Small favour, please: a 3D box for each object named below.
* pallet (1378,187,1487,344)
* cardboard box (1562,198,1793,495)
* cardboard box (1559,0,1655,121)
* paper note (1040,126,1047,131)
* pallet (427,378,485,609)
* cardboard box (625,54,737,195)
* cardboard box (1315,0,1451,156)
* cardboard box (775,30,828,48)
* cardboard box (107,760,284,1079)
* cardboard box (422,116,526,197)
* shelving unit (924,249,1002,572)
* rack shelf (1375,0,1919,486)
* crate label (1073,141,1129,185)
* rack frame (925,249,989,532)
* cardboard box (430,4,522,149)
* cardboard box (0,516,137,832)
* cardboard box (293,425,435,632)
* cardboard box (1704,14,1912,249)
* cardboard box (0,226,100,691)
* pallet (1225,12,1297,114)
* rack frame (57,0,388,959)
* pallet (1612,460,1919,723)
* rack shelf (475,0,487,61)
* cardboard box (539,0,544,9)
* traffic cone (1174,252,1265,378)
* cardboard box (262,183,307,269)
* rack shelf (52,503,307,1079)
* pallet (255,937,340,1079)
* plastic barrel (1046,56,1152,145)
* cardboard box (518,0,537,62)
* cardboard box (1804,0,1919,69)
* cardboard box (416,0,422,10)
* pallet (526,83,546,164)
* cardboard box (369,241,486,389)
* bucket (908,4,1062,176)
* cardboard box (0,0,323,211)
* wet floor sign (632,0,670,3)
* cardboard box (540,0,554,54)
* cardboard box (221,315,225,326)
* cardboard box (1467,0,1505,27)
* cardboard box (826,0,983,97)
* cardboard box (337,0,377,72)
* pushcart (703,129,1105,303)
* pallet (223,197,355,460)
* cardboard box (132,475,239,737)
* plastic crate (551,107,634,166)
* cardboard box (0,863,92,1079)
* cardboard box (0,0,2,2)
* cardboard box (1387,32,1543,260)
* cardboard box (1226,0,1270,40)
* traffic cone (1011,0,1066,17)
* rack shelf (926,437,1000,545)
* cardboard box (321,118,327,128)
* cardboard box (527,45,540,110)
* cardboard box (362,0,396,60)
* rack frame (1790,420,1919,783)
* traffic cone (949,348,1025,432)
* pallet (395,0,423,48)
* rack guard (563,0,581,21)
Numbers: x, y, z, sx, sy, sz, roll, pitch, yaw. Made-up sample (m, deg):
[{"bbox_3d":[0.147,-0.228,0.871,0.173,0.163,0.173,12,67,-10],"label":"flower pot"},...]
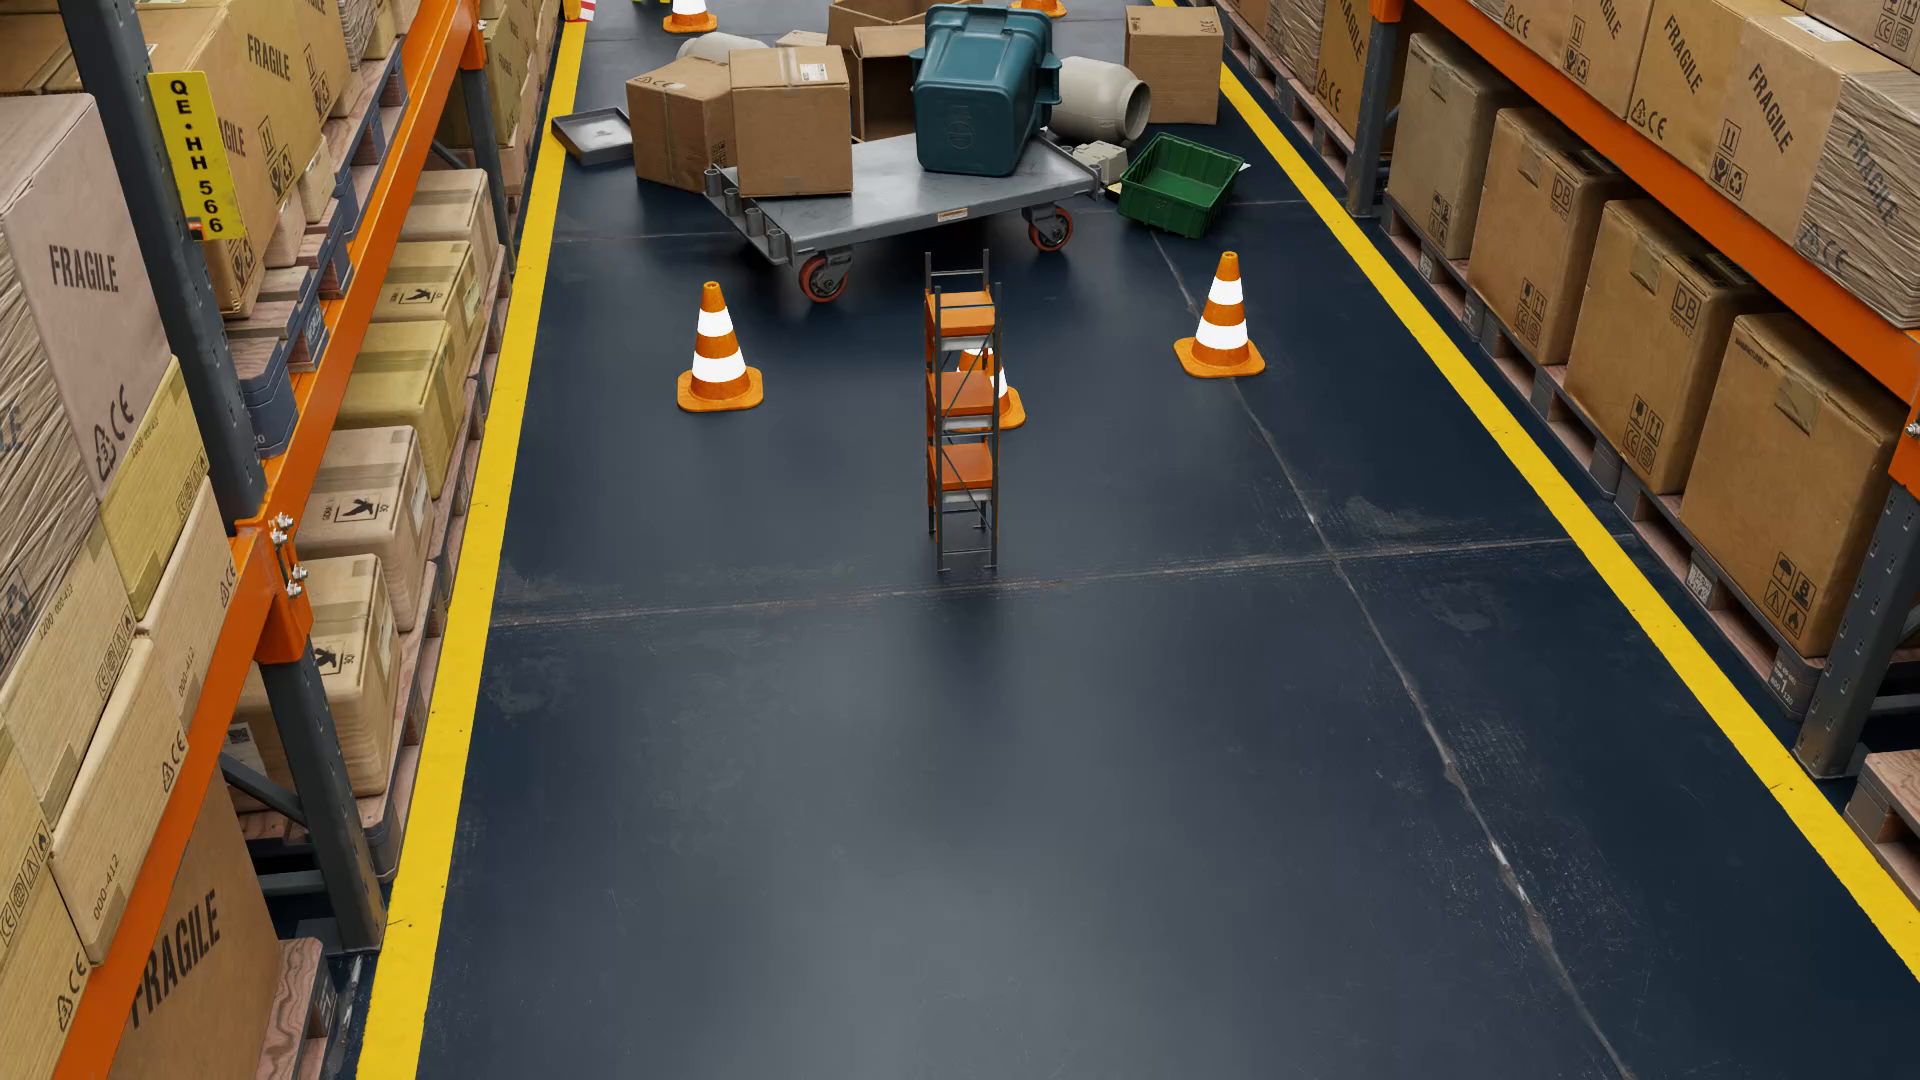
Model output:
[{"bbox_3d":[2.561,-1.276,7.436,1.003,0.211,1.213,-4,35,-6],"label":"pallet"},{"bbox_3d":[2.807,-0.700,5.738,1.050,0.750,0.750,-4,34,-6],"label":"cardboard box"},{"bbox_3d":[2.388,-1.737,5.546,0.500,0.500,0.500,-4,34,-6],"label":"cardboard box"},{"bbox_3d":[0.387,-2.243,9.021,0.172,0.023,0.155,7,35,10],"label":"paper note"},{"bbox_3d":[-2.235,-0.153,5.788,1.003,0.211,1.213,-4,35,-6],"label":"pallet"},{"bbox_3d":[-1.305,-2.091,8.373,0.500,0.500,0.500,20,39,26],"label":"cardboard box"},{"bbox_3d":[2.367,-2.505,8.277,0.875,0.875,0.875,-4,34,-6],"label":"cardboard box"},{"bbox_3d":[-0.869,-2.898,9.871,0.380,0.149,0.250,13,36,18],"label":"cardboard box"},{"bbox_3d":[-1.960,0.906,3.271,0.875,0.875,0.875,-5,35,-7],"label":"cardboard box"},{"bbox_3d":[-2.321,-1.809,7.810,0.500,0.250,0.500,-6,35,-9],"label":"cardboard box"},{"bbox_3d":[0.007,-0.404,5.411,0.215,1.050,0.252,-4,35,-6],"label":"shelving unit"},{"bbox_3d":[2.651,-1.440,5.839,1.077,0.370,4.000,-4,35,-6],"label":"rack shelf"},{"bbox_3d":[0.705,-1.922,8.449,0.250,0.136,0.298,27,43,34],"label":"crate label"},{"bbox_3d":[-0.009,-0.472,5.510,0.200,1.050,0.008,-4,35,-6],"label":"rack frame"},{"bbox_3d":[-2.321,-2.119,7.599,0.500,0.500,0.500,-3,34,-4],"label":"cardboard box"},{"bbox_3d":[-1.581,0.202,2.479,0.500,0.250,0.500,-5,35,-8],"label":"cardboard box"},{"bbox_3d":[-2.144,-0.005,5.054,0.950,0.372,0.625,-5,35,-7],"label":"cardboard box"},{"bbox_3d":[2.528,-1.172,4.718,0.500,0.500,0.500,-4,35,-6],"label":"cardboard box"},{"bbox_3d":[-1.565,-0.090,2.242,0.500,0.500,0.500,-4,34,-6],"label":"cardboard box"},{"bbox_3d":[2.190,-2.814,9.692,1.003,0.211,1.213,-4,35,-6],"label":"pallet"},{"bbox_3d":[-1.971,-0.190,3.365,1.000,3.000,0.127,-4,35,-6],"label":"rack frame"},{"bbox_3d":[2.889,0.085,5.438,1.003,0.211,1.213,-4,35,-6],"label":"pallet"},{"bbox_3d":[-2.778,-3.241,8.481,1.077,0.370,4.000,-4,35,-6],"label":"rack shelf"},{"bbox_3d":[-2.607,-3.283,9.307,0.500,0.500,0.500,-3,34,-5],"label":"cardboard box"},{"bbox_3d":[1.067,-0.943,6.722,0.336,0.463,0.334,-4,35,-6],"label":"traffic cone"},{"bbox_3d":[-1.826,-0.772,4.069,0.380,0.149,0.250,-7,35,-9],"label":"cardboard box"},{"bbox_3d":[-1.702,1.223,1.930,1.077,0.370,4.000,-4,35,-6],"label":"rack shelf"},{"bbox_3d":[-1.940,1.408,3.497,1.003,0.211,1.213,-4,35,-6],"label":"pallet"},{"bbox_3d":[0.710,-2.306,8.758,0.512,0.421,0.421,20,39,26],"label":"plastic barrel"},{"bbox_3d":[-2.473,-2.706,8.461,0.500,0.500,0.500,-3,34,-4],"label":"cardboard box"},{"bbox_3d":[2.801,-1.609,4.471,0.700,0.500,0.500,-5,35,-7],"label":"cardboard box"},{"bbox_3d":[-2.078,-1.936,5.778,0.380,0.149,0.250,-5,35,-7],"label":"cardboard box"},{"bbox_3d":[-2.802,-2.324,8.973,1.003,0.211,1.213,-4,35,-6],"label":"pallet"},{"bbox_3d":[-2.336,-0.817,6.245,0.950,0.372,0.625,-2,34,-3],"label":"cardboard box"},{"bbox_3d":[0.080,-2.030,7.623,0.726,0.611,0.620,7,45,10],"label":"bucket"},{"bbox_3d":[-1.879,-1.087,3.955,0.500,0.500,0.500,-3,34,-4],"label":"cardboard box"},{"bbox_3d":[-2.012,-3.869,10.854,0.267,0.644,0.232,7,35,10],"label":"wet floor sign"},{"bbox_3d":[-2.610,-2.971,9.515,0.500,0.250,0.500,-4,35,-6],"label":"cardboard box"},{"bbox_3d":[-1.831,-0.455,3.605,0.380,0.149,0.250,-6,35,-9],"label":"cardboard box"},{"bbox_3d":[2.255,-2.299,6.372,0.500,0.500,0.500,-4,34,-6],"label":"cardboard box"},{"bbox_3d":[-0.302,-2.834,9.462,0.637,0.503,0.797,27,43,34],"label":"cardboard box"},{"bbox_3d":[-2.017,-1.662,4.800,0.500,0.500,0.500,-6,35,-8],"label":"cardboard box"},{"bbox_3d":[-0.256,-1.539,7.674,1.648,0.377,0.936,-16,38,-23],"label":"pushcart"},{"bbox_3d":[-2.172,-0.501,3.991,1.213,0.211,1.003,-4,35,-6],"label":"pallet"},{"bbox_3d":[-1.646,0.134,3.022,0.500,0.250,0.500,-6,35,-8],"label":"cardboard box"},{"bbox_3d":[-1.908,-2.154,8.840,0.402,0.080,0.583,-16,38,-23],"label":"plastic crate"},{"bbox_3d":[-1.510,0.700,2.192,0.500,0.250,0.500,-5,35,-7],"label":"cardboard box"},{"bbox_3d":[-2.388,-1.048,3.899,0.500,0.500,0.500,-5,35,-7],"label":"cardboard box"},{"bbox_3d":[2.555,-1.758,7.291,1.050,0.750,0.750,-5,35,-7],"label":"cardboard box"},{"bbox_3d":[2.122,-3.517,9.761,0.875,0.875,0.875,-5,35,-7],"label":"cardboard box"},{"bbox_3d":[0.509,-3.634,10.671,0.336,0.463,0.334,-4,35,-6],"label":"traffic cone"},{"bbox_3d":[0.007,-0.166,5.573,0.215,0.259,0.240,-4,35,-6],"label":"rack shelf"},{"bbox_3d":[-2.029,-1.210,4.712,0.380,0.149,0.250,-3,34,-4],"label":"cardboard box"},{"bbox_3d":[-2.478,-2.402,8.680,0.500,0.250,0.500,-5,35,-7],"label":"cardboard box"},{"bbox_3d":[-2.043,-1.655,5.366,0.380,0.149,0.250,-4,35,-6],"label":"cardboard box"},{"bbox_3d":[2.920,-0.621,3.998,1.000,3.000,0.127,-4,35,-6],"label":"rack frame"},{"bbox_3d":[0.075,-0.702,6.369,0.336,0.463,0.334,-4,35,-6],"label":"traffic cone"},{"bbox_3d":[-2.550,-1.906,6.053,1.003,0.211,1.213,-4,35,-6],"label":"pallet"},{"bbox_3d":[-3.037,-3.579,10.558,1.175,0.500,0.348,-4,35,-6],"label":"rack guard"}]
